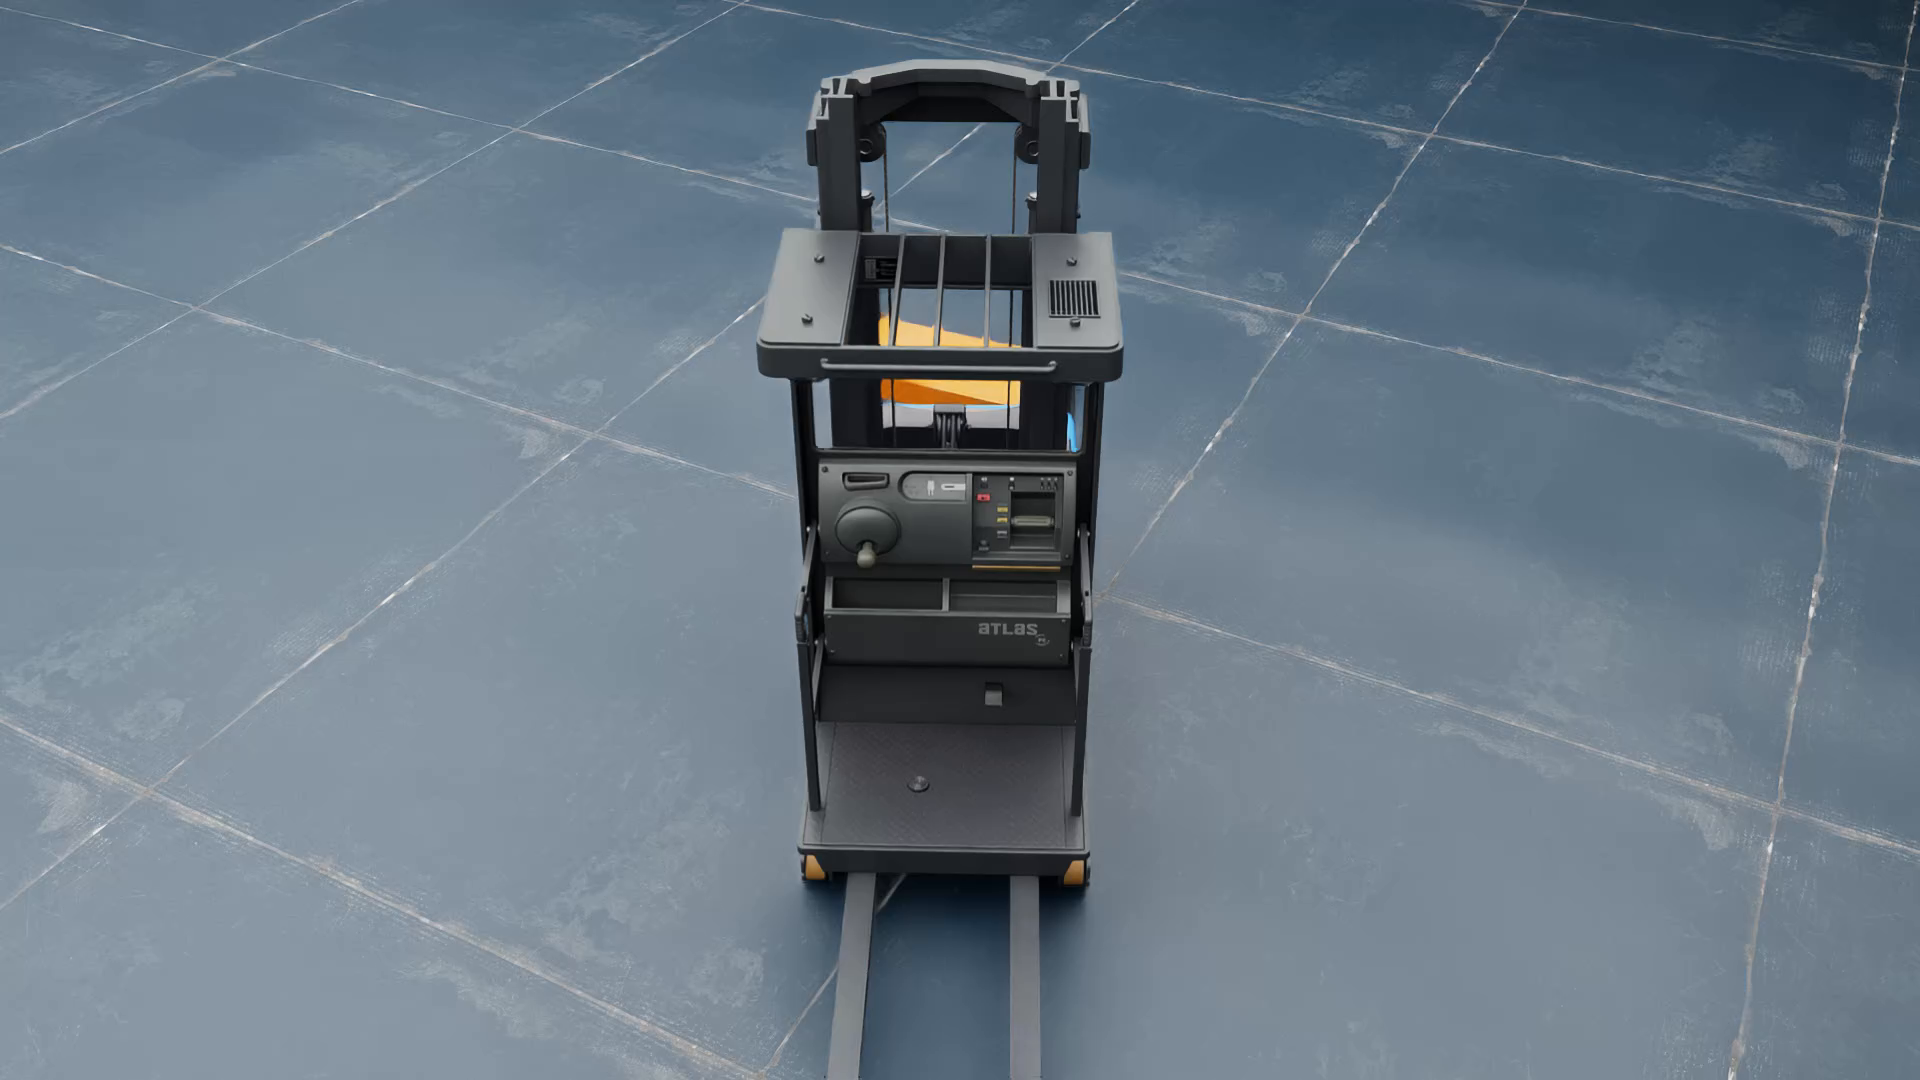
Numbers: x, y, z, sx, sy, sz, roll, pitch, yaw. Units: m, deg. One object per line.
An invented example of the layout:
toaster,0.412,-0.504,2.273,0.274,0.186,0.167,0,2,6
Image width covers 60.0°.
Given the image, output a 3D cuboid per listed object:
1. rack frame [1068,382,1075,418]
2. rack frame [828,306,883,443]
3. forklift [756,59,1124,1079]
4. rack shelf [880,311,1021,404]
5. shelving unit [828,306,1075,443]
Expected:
rack frame,0.430,-0.384,7.825,0.032,1.125,0.500,15,40,19
rack frame,-0.502,-0.629,8.148,0.032,1.125,0.500,15,40,19
forklift,-0.050,-0.021,5.853,1.130,2.935,3.031,1,37,1
rack shelf,-0.036,-0.739,7.809,1.000,0.278,0.538,15,40,19
shelving unit,-0.036,-0.506,7.986,1.048,1.125,0.538,15,40,19
